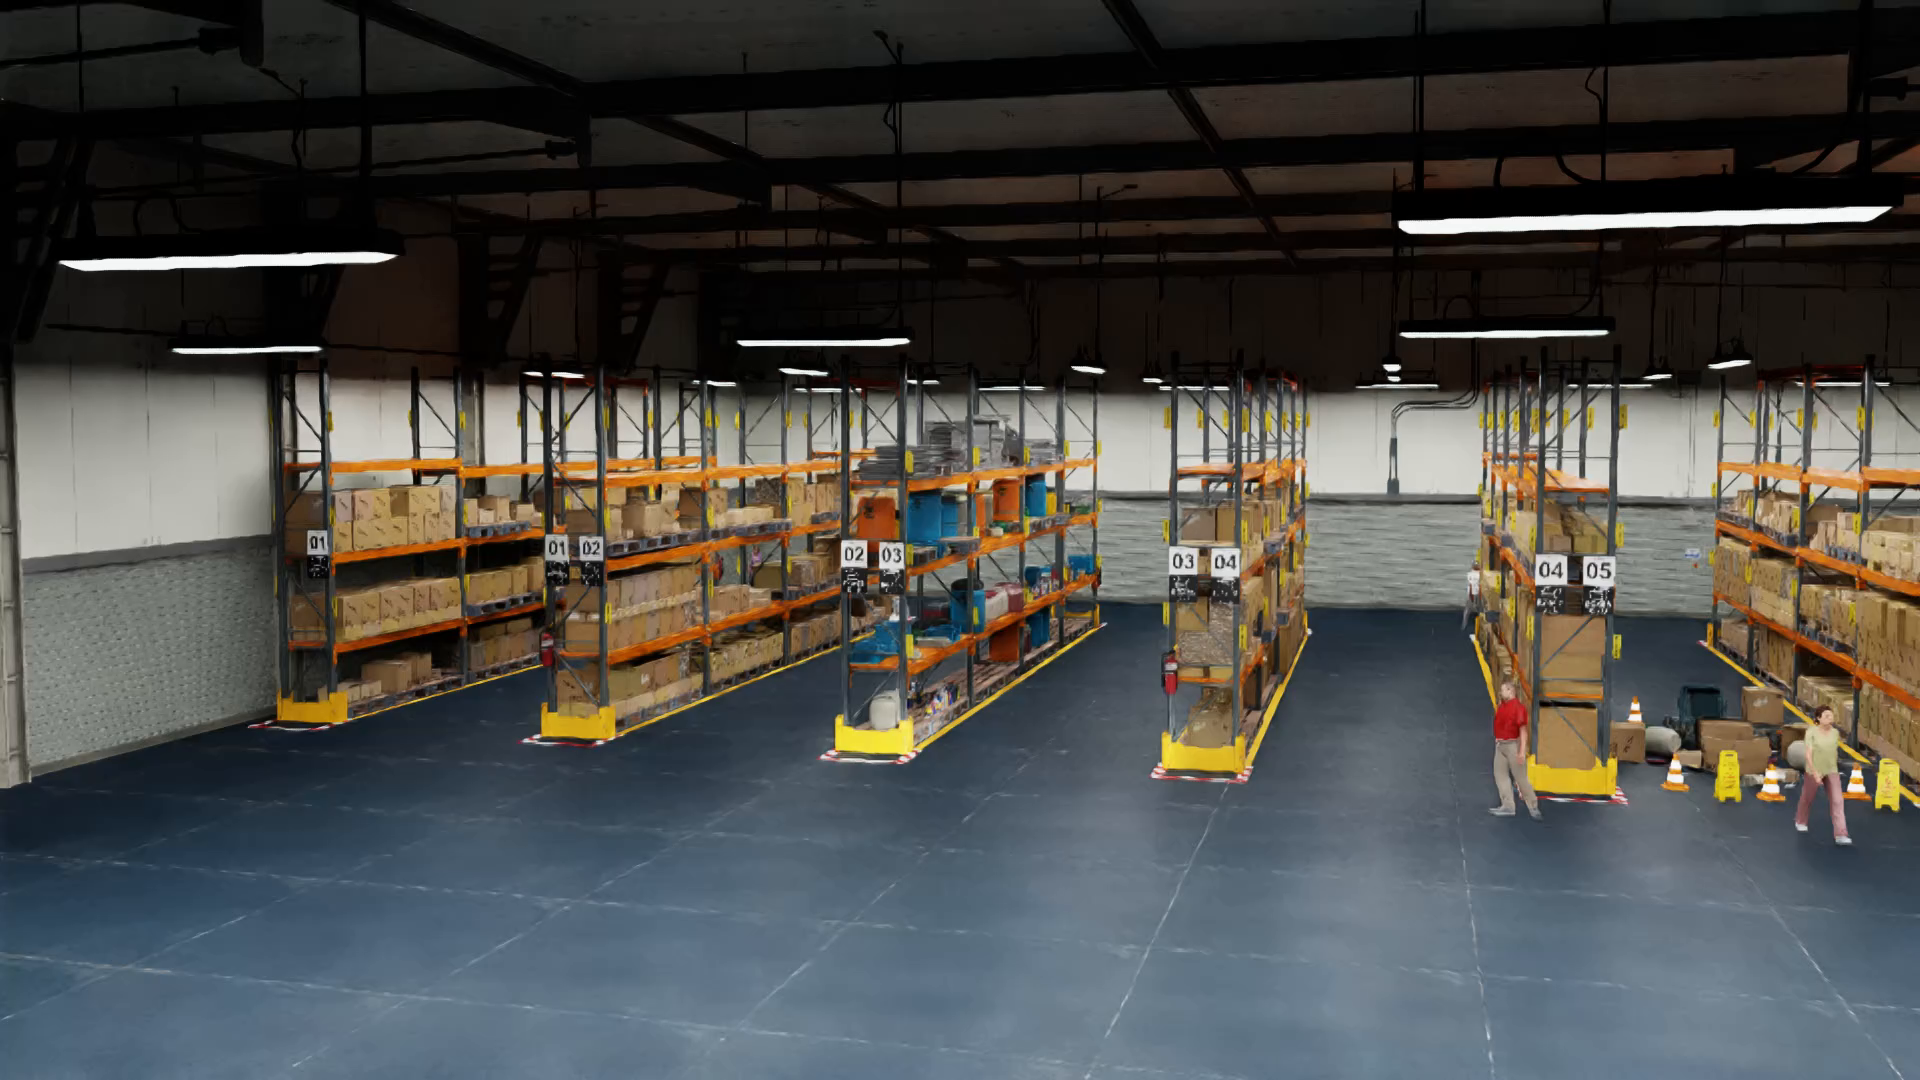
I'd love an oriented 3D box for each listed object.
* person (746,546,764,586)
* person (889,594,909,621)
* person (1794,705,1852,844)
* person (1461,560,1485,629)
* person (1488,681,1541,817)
[{"bbox_3d":[-5.651,0.906,46.208,0.572,1.533,0.755,0,4,-6],"label":"person"},{"bbox_3d":[-1.199,1.740,33.642,0.464,1.673,0.579,-1,4,-14],"label":"person"},{"bbox_3d":[10.266,2.769,19.813,0.445,1.584,1.012,0,4,6],"label":"person"},{"bbox_3d":[12.392,1.290,39.906,0.700,1.669,0.559,-3,5,-36],"label":"person"},{"bbox_3d":[7.042,2.640,21.056,0.559,1.711,0.653,-1,4,-13],"label":"person"}]
